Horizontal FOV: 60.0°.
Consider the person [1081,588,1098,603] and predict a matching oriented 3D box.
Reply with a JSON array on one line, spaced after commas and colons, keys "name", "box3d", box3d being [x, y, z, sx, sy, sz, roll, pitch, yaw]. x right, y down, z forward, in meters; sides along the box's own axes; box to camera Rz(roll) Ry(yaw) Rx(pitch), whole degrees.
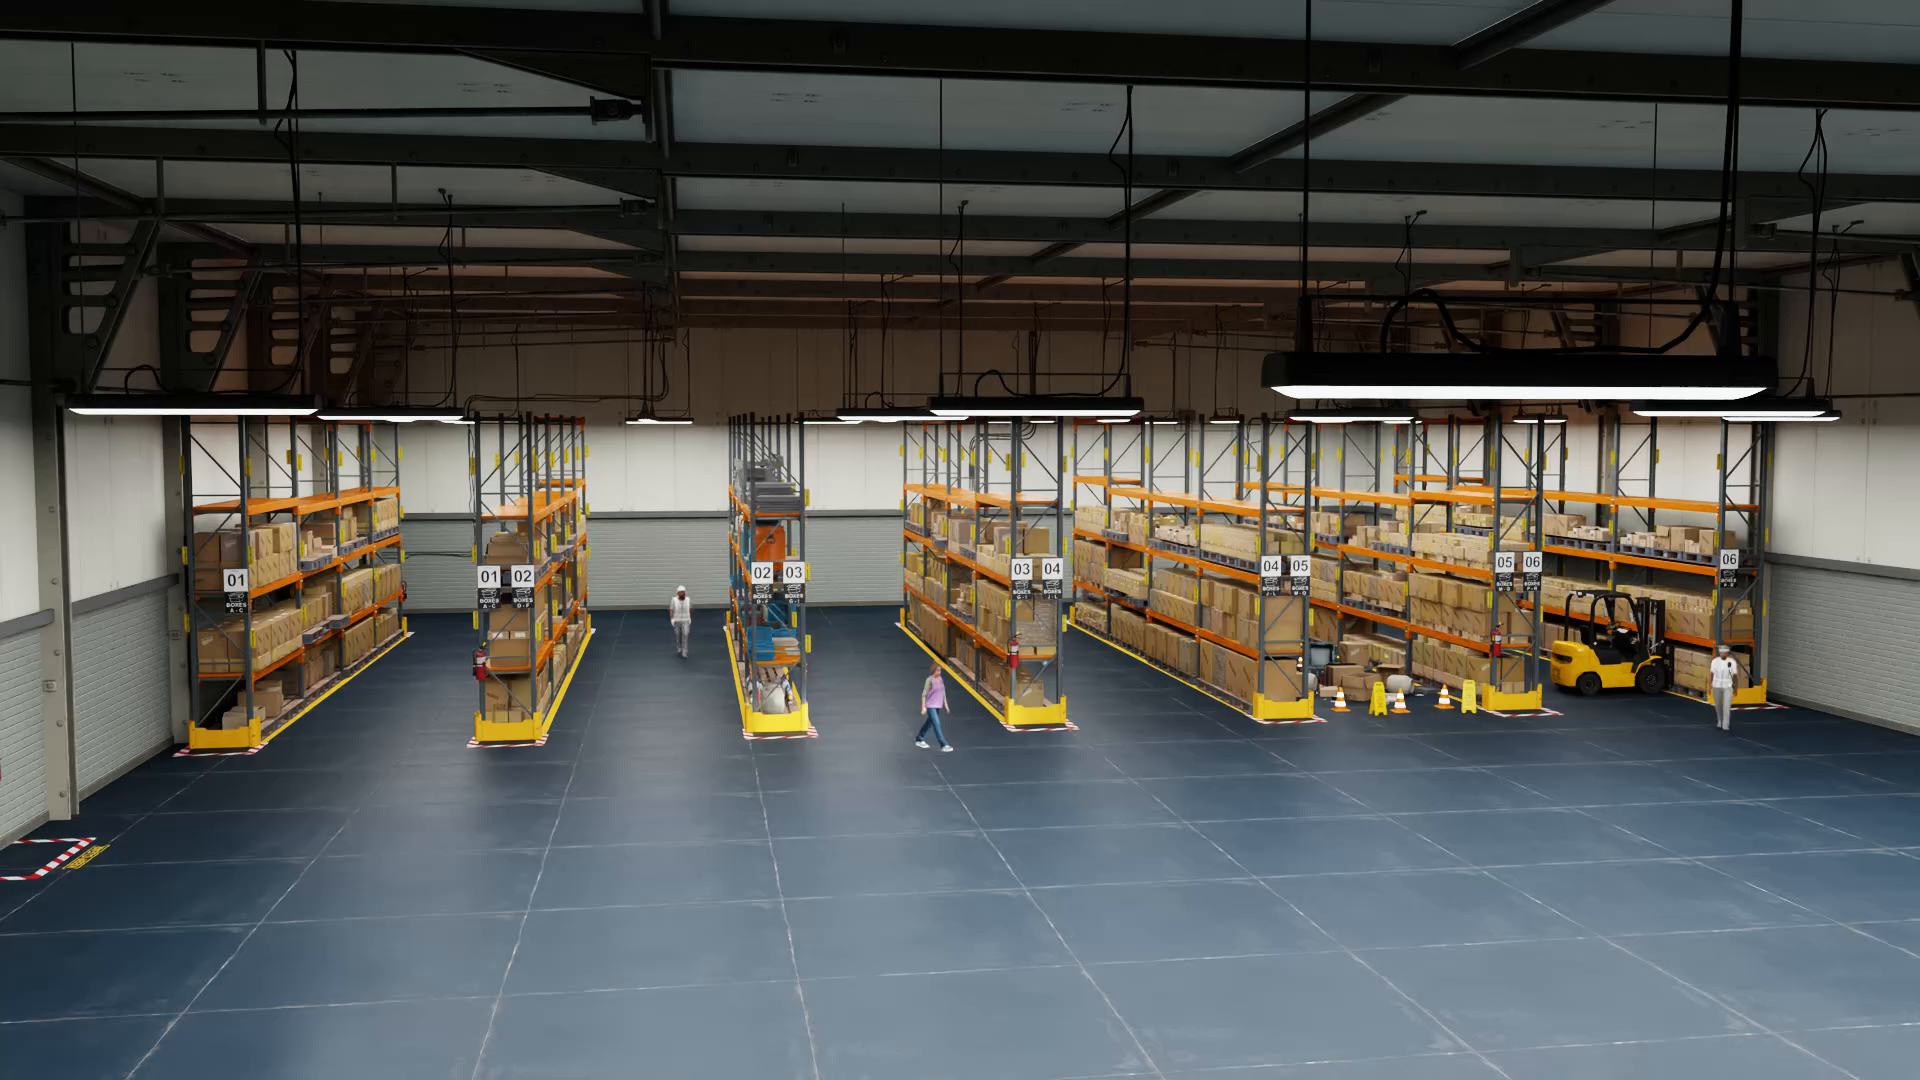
[{"name": "person", "box3d": [3.998, 1.345, 51.849, 0.803, 1.699, 0.535, -2, 4, -29]}]

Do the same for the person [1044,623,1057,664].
[{"name": "person", "box3d": [2.116, 2.098, 40.245, 0.625, 1.716, 1.102, -1, 4, -7]}]

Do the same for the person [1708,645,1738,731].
[{"name": "person", "box3d": [14.310, 2.775, 31.226, 0.474, 1.610, 1.036, 3, 5, 35]}]

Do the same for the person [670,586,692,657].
[{"name": "person", "box3d": [-6.976, 2.015, 41.533, 0.540, 1.722, 1.069, 0, 4, -6]}]

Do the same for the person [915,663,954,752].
[{"name": "person", "box3d": [-0.423, 2.954, 29.280, 0.975, 1.507, 0.443, 3, 5, 34]}]
